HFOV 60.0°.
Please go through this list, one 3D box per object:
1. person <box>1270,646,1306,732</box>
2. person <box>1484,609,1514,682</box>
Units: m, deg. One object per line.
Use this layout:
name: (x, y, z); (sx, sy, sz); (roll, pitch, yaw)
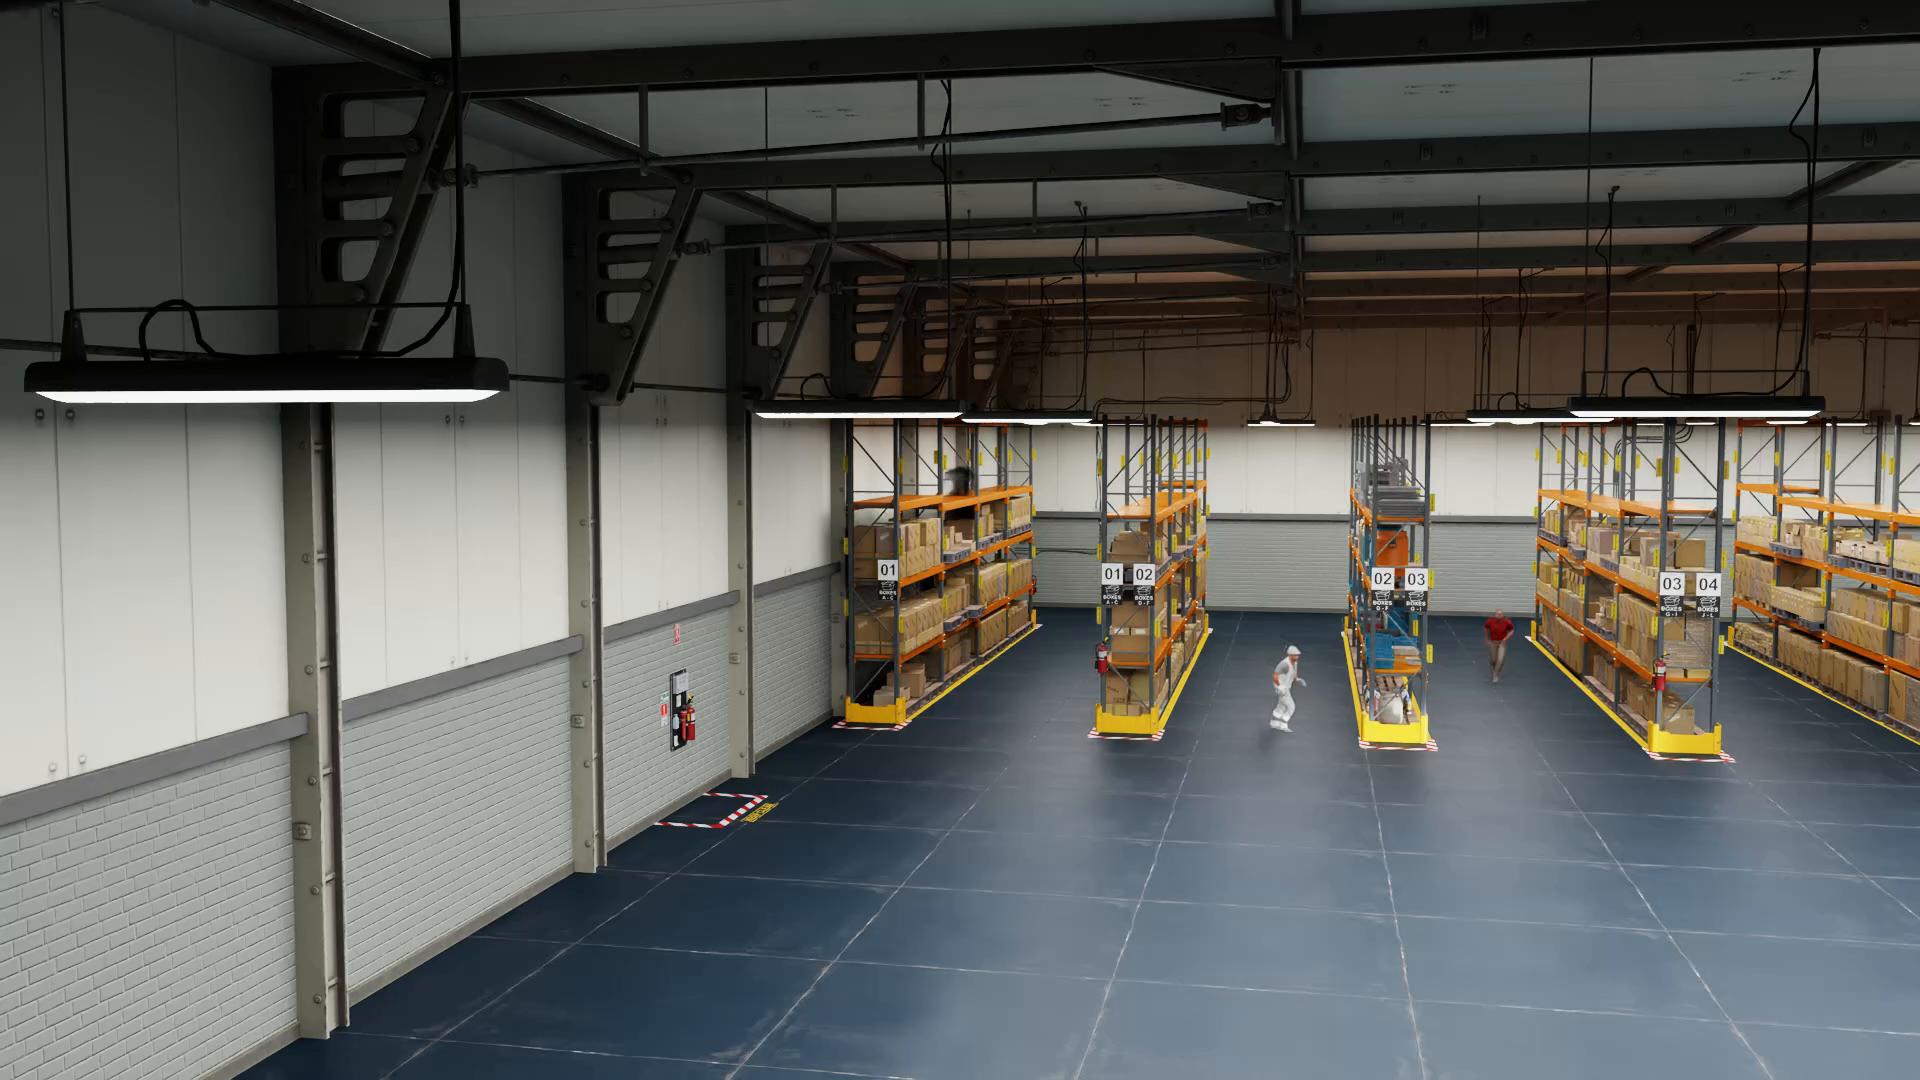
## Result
person: (6.140, 2.813, 31.477); (0.739, 1.675, 0.682); (2, 5, 33)
person: (12.262, 2.383, 37.870); (0.641, 1.662, 0.718); (1, 4, 9)
